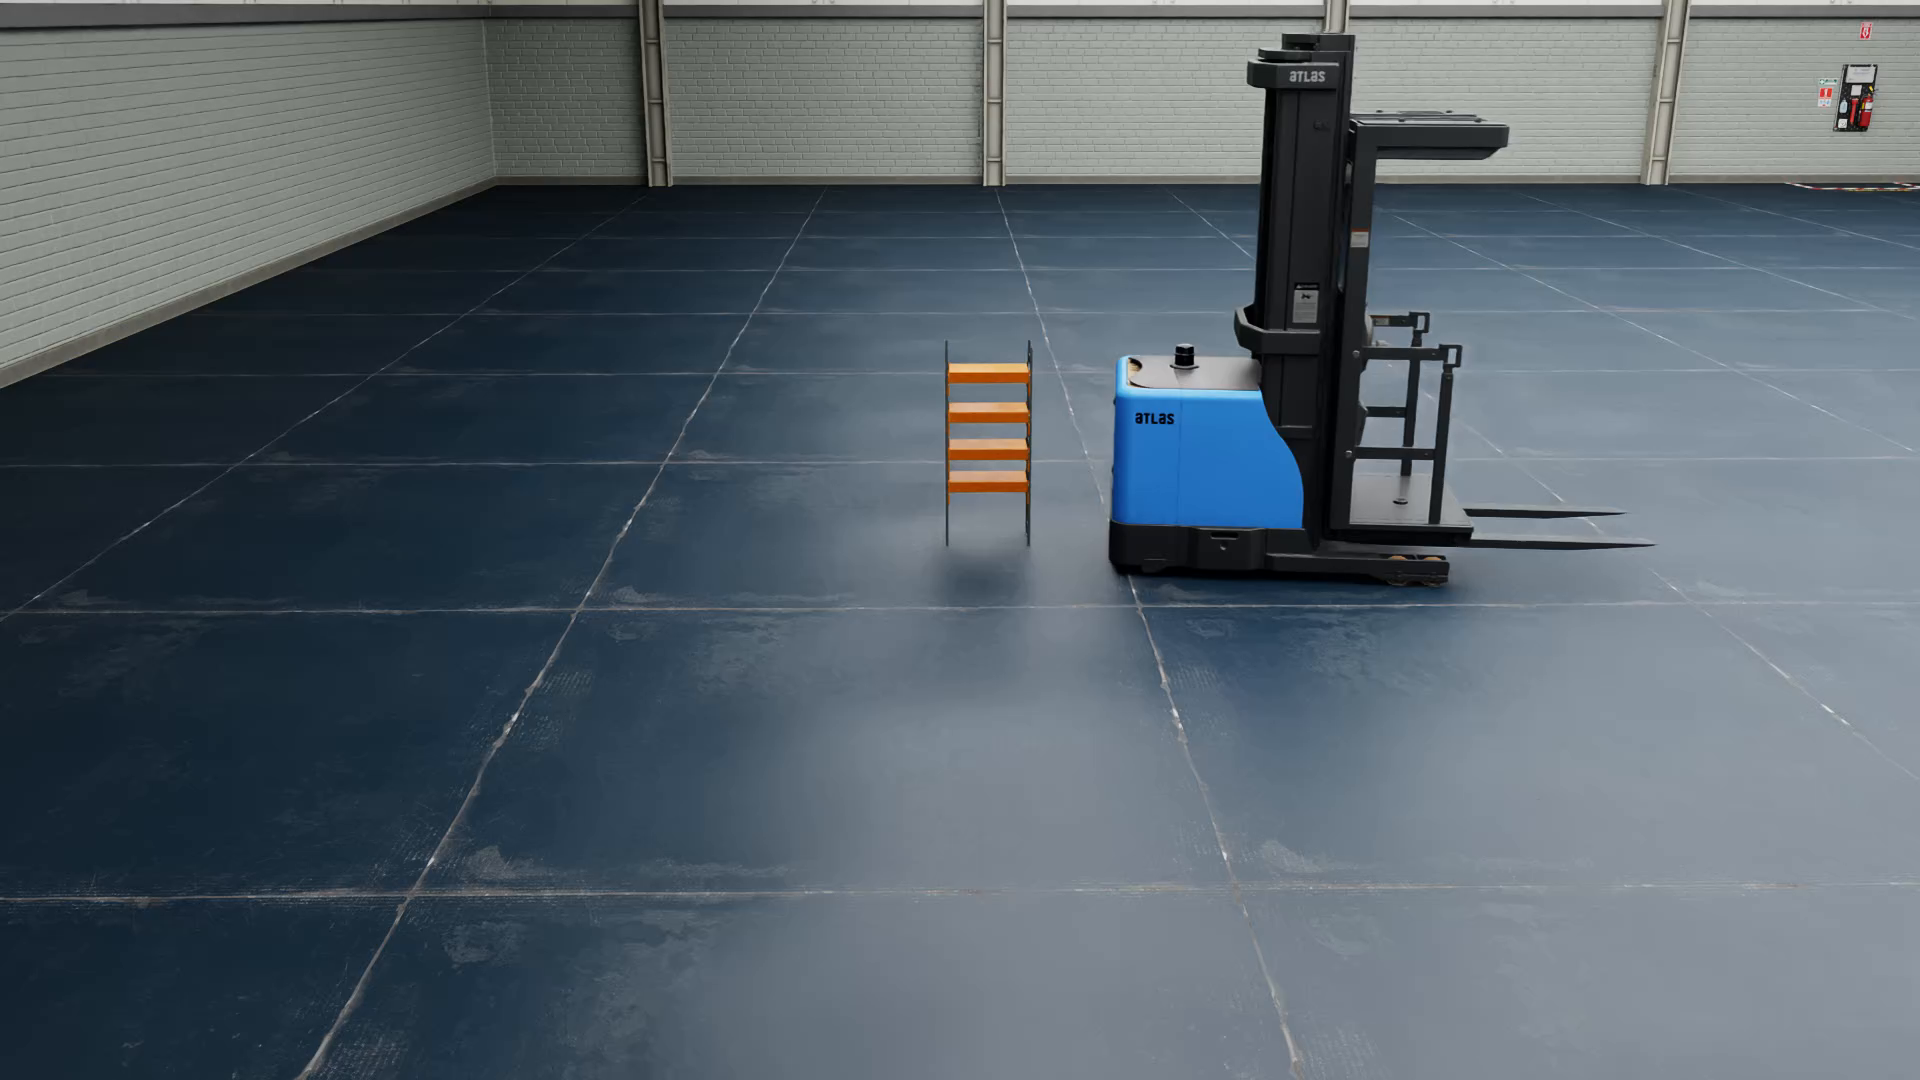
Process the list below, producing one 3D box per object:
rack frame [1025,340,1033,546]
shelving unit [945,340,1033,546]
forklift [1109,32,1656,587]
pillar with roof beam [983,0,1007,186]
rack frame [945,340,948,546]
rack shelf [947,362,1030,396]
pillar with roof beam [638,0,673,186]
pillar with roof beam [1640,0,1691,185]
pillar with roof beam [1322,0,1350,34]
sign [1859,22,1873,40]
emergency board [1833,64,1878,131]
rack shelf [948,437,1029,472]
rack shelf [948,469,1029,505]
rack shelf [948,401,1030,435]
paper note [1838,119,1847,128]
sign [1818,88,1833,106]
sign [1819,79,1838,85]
[{"bbox_3d":[0.409,-0.573,9.870,0.015,1.200,0.240,0,18,-1],"label":"rack frame"},{"bbox_3d":[0.166,-0.572,9.867,0.503,1.200,0.258,0,18,-1],"label":"shelving unit"},{"bbox_3d":[2.396,-1.305,9.316,3.031,2.935,1.130,2,18,5],"label":"forklift"},{"bbox_3d":[0.681,-9.388,24.580,0.400,9.000,9.100,0,18,-1],"label":"pillar with roof beam"},{"bbox_3d":[-0.078,-0.571,9.863,0.015,1.200,0.240,0,18,-1],"label":"rack frame"},{"bbox_3d":[0.166,-0.946,9.747,0.480,0.148,0.258,0,18,-1],"label":"rack shelf"},{"bbox_3d":[-5.319,-9.359,24.490,0.400,9.000,9.100,0,18,-1],"label":"pillar with roof beam"},{"bbox_3d":[12.679,-9.445,24.760,0.400,9.000,9.100,0,18,-1],"label":"pillar with roof beam"},{"bbox_3d":[6.680,-9.417,24.670,0.400,9.000,9.100,0,18,-1],"label":"pillar with roof beam"},{"bbox_3d":[16.129,-9.067,29.605,0.199,0.298,0.001,0,18,-1],"label":"sign"},{"bbox_3d":[16.139,-7.932,29.865,0.643,1.169,0.194,0,18,-1],"label":"emergency board"},{"bbox_3d":[0.166,-0.508,9.887,0.480,0.148,0.258,0,18,-1],"label":"rack shelf"},{"bbox_3d":[0.166,-0.319,9.948,0.480,0.148,0.258,0,18,-1],"label":"rack shelf"},{"bbox_3d":[0.166,-0.721,9.819,0.480,0.148,0.258,0,18,-1],"label":"rack shelf"},{"bbox_3d":[15.961,-7.533,30.062,0.142,0.148,0.016,0,18,-1],"label":"paper note"},{"bbox_3d":[15.585,-7.978,29.949,0.234,0.329,0.001,0,18,-1],"label":"sign"},{"bbox_3d":[15.589,-8.228,29.860,0.331,0.109,0.001,0,18,-1],"label":"sign"}]
